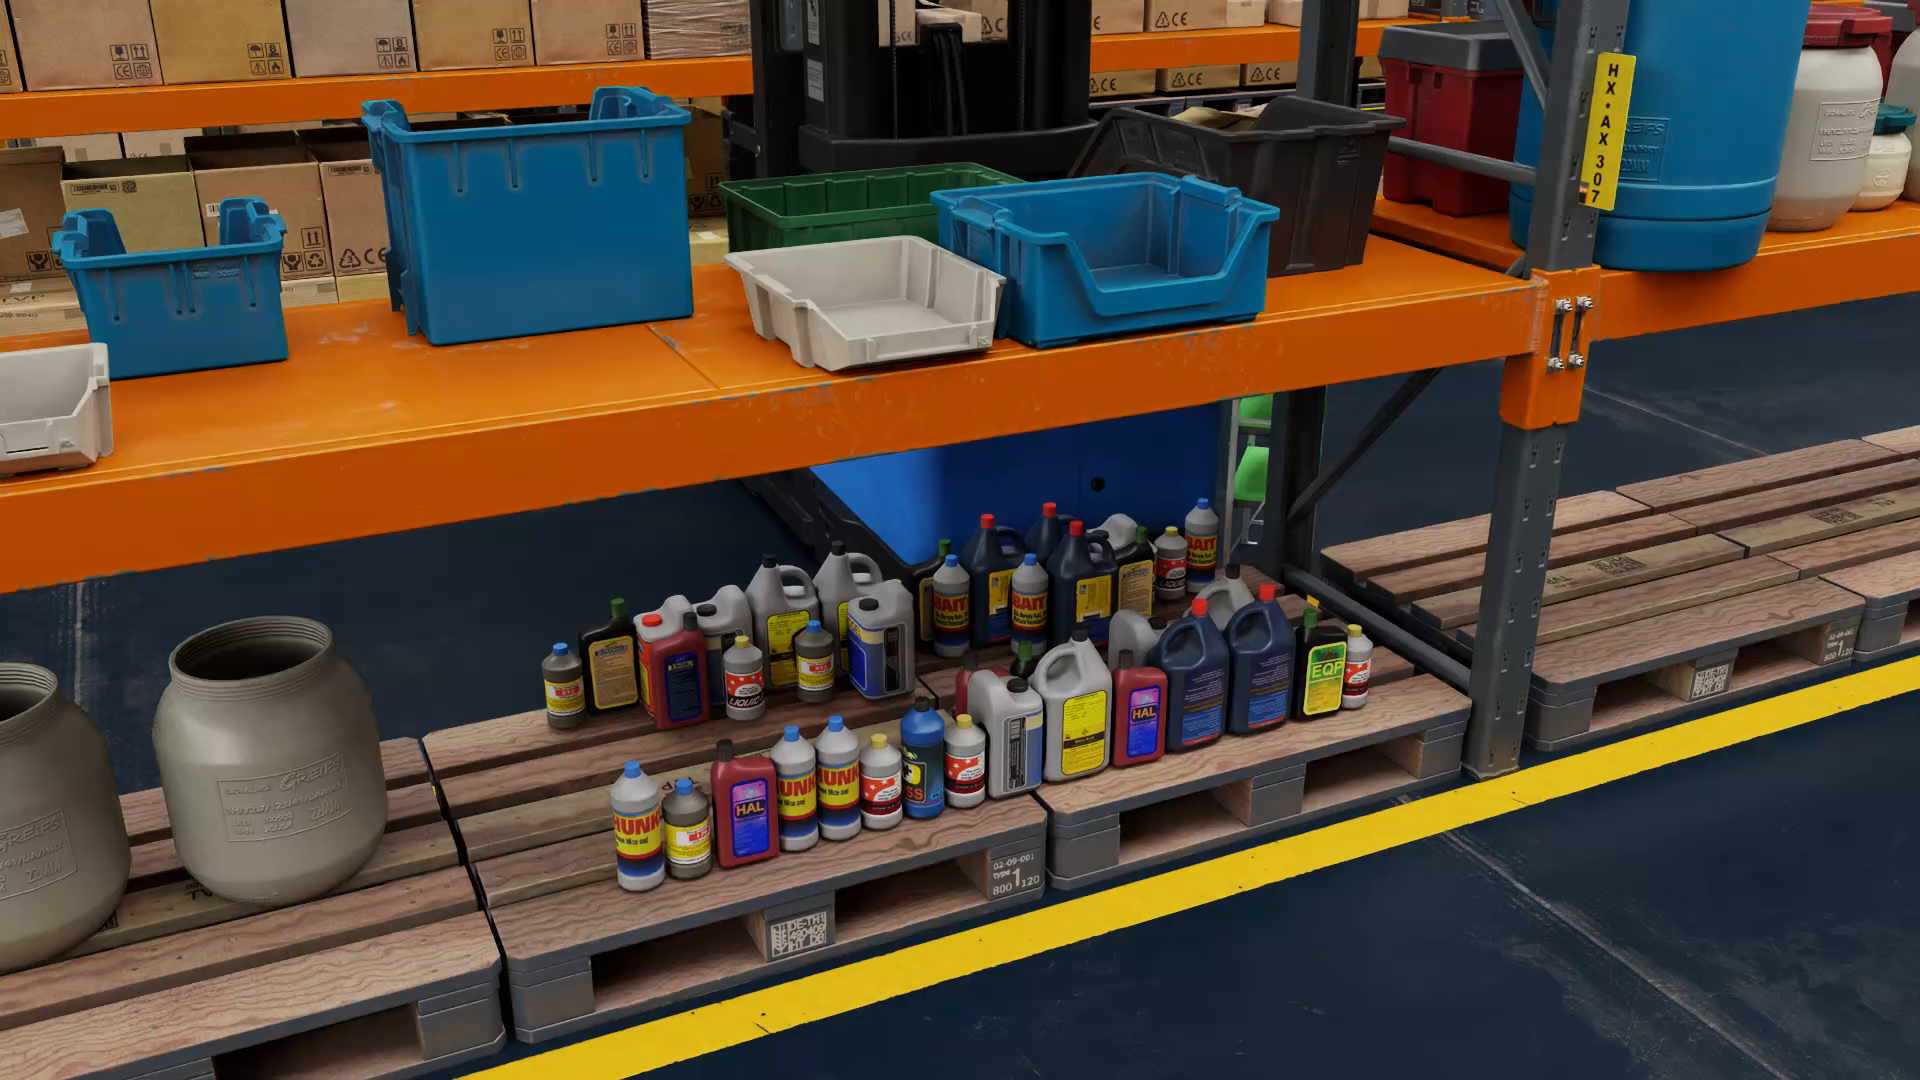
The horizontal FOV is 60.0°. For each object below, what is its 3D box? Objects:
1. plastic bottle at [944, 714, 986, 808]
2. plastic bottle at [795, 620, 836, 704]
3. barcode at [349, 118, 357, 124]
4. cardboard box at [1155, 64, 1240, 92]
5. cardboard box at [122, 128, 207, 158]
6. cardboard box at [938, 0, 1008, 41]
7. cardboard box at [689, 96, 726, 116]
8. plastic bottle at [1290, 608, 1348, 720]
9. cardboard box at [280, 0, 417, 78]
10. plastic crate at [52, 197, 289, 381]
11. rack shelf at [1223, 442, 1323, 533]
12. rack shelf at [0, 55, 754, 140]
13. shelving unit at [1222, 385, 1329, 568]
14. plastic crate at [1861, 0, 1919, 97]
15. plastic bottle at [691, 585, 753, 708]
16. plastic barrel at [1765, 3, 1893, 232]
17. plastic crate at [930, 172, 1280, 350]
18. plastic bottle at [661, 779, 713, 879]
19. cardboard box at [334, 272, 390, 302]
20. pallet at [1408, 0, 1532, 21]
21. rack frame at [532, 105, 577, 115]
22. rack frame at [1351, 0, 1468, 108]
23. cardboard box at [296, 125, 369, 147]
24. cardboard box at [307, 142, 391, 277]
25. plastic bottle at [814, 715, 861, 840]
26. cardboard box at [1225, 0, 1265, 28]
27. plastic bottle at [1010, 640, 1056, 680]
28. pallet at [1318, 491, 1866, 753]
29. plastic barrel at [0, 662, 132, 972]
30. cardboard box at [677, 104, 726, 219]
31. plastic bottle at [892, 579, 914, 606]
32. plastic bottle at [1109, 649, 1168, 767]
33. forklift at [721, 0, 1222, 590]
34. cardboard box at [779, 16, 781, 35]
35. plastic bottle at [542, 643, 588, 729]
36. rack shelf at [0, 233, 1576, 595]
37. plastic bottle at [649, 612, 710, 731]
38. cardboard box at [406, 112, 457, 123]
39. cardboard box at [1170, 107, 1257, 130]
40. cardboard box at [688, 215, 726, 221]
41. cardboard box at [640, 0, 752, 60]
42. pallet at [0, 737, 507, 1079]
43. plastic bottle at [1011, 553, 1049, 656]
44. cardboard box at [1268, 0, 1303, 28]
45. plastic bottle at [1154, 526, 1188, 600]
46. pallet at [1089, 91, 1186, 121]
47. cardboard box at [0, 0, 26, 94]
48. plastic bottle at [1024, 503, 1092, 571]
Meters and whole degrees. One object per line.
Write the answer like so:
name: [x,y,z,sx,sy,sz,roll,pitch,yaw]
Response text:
plastic bottle: [0.009,0.488,3.732,0.097,0.201,0.097,0,22,0]
plastic bottle: [-0.365,0.300,4.187,0.097,0.201,0.097,0,22,0]
barcode: [-4.520,-3.111,12.350,0.075,0.075,0.001,-10,25,-24]
cardboard box: [1.990,-4.446,14.831,0.750,0.750,0.750,-11,25,-24]
cardboard box: [-5.554,-2.838,11.624,0.500,0.311,0.500,-8,24,-19]
cardboard box: [0.200,-2.911,8.729,0.500,0.500,0.500,-9,24,-20]
cardboard box: [-2.026,-3.641,13.317,0.500,0.500,0.700,-11,25,-25]
plastic bottle: [0.881,0.298,4.086,0.133,0.283,0.061,-9,24,-21]
cardboard box: [-2.758,-2.369,7.420,0.500,0.500,0.700,-10,24,-22]
plastic crate: [-1.524,-0.507,3.248,0.408,0.251,0.499,-10,25,-24]
rack shelf: [1.013,-0.160,5.361,0.258,0.148,0.480,7,23,16]
rack shelf: [-2.776,-1.991,7.579,4.000,0.370,1.077,-10,25,-24]
shelving unit: [1.013,-0.440,5.245,0.258,1.200,0.503,7,23,16]
plastic crate: [3.187,-1.478,5.316,0.583,0.464,0.402,-10,25,-24]
plastic bottle: [-0.604,0.260,4.186,0.135,0.276,0.152,-11,25,-25]
plastic barrel: [2.128,-1.094,4.293,0.433,0.535,0.433,0,22,0]
plastic crate: [0.292,-0.602,3.477,0.616,0.251,0.499,-10,25,-24]
plastic bottle: [-0.571,0.595,3.474,0.097,0.201,0.097,0,22,0]
cardboard box: [-2.646,-1.176,7.715,0.500,0.250,0.500,-10,25,-24]
pallet: [3.211,-3.367,10.213,1.003,0.211,1.213,-10,25,-24]
rack frame: [-3.126,-4.362,12.366,0.127,3.000,1.000,-10,25,-24]
rack frame: [2.630,-3.319,9.846,0.127,3.000,1.000,-10,25,-24]
cardboard box: [-2.878,-1.707,8.017,0.500,0.500,0.500,-10,25,-24]
cardboard box: [-2.646,-1.522,7.571,0.500,0.500,0.500,-10,25,-24]
plastic bottle: [-0.265,0.506,3.597,0.097,0.271,0.097,0,22,0]
cardboard box: [1.506,-2.972,9.336,0.250,0.149,0.380,-9,24,-20]
plastic bottle: [0.184,0.365,3.924,0.133,0.283,0.061,-10,25,-24]
pallet: [1.862,0.197,4.998,1.213,0.211,1.003,-10,25,-24]
plastic barrel: [-1.873,0.536,3.238,0.421,0.512,0.421,0,22,0]
cardboard box: [-1.527,-1.956,8.620,0.500,0.500,0.500,-10,25,-24]
plastic bottle: [-0.172,0.203,4.421,0.097,0.201,0.097,0,22,0]
plastic bottle: [0.414,0.383,3.878,0.133,0.283,0.061,-9,24,-20]
forklift: [-0.247,-1.575,5.722,1.130,2.935,3.031,-9,24,-21]
cardboard box: [-1.607,-4.046,13.316,0.500,0.250,0.500,-11,25,-25]
plastic bottle: [-0.968,0.350,4.067,0.097,0.201,0.097,0,22,0]
rack shelf: [-0.631,-0.284,3.454,4.000,0.370,1.077,-10,25,-24]
plastic bottle: [-0.683,0.316,4.041,0.133,0.283,0.061,-10,25,-24]
cardboard box: [-4.043,-3.224,12.311,0.500,0.500,0.500,-12,26,-28]
cardboard box: [1.561,-2.426,10.001,0.500,0.311,0.500,-11,25,-25]
cardboard box: [-1.523,-1.607,8.755,0.500,0.250,0.500,-10,25,-24]
cardboard box: [-1.371,-2.626,8.041,0.500,0.500,0.700,-11,25,-25]
pallet: [-1.651,0.842,3.439,1.213,0.211,1.003,-10,25,-24]
plastic bottle: [0.186,0.166,4.419,0.097,0.271,0.097,0,22,0]
cardboard box: [1.940,-2.958,9.304,0.250,0.149,0.380,-10,25,-24]
plastic bottle: [0.602,0.061,4.765,0.097,0.201,0.097,0,22,0]
pallet: [1.222,-3.842,14.755,1.213,0.211,1.003,-10,25,-24]
cardboard box: [-4.152,-2.111,6.797,0.500,0.500,0.700,-10,25,-24]
plastic bottle: [0.264,0.064,4.562,0.185,0.351,0.144,-10,24,-22]
